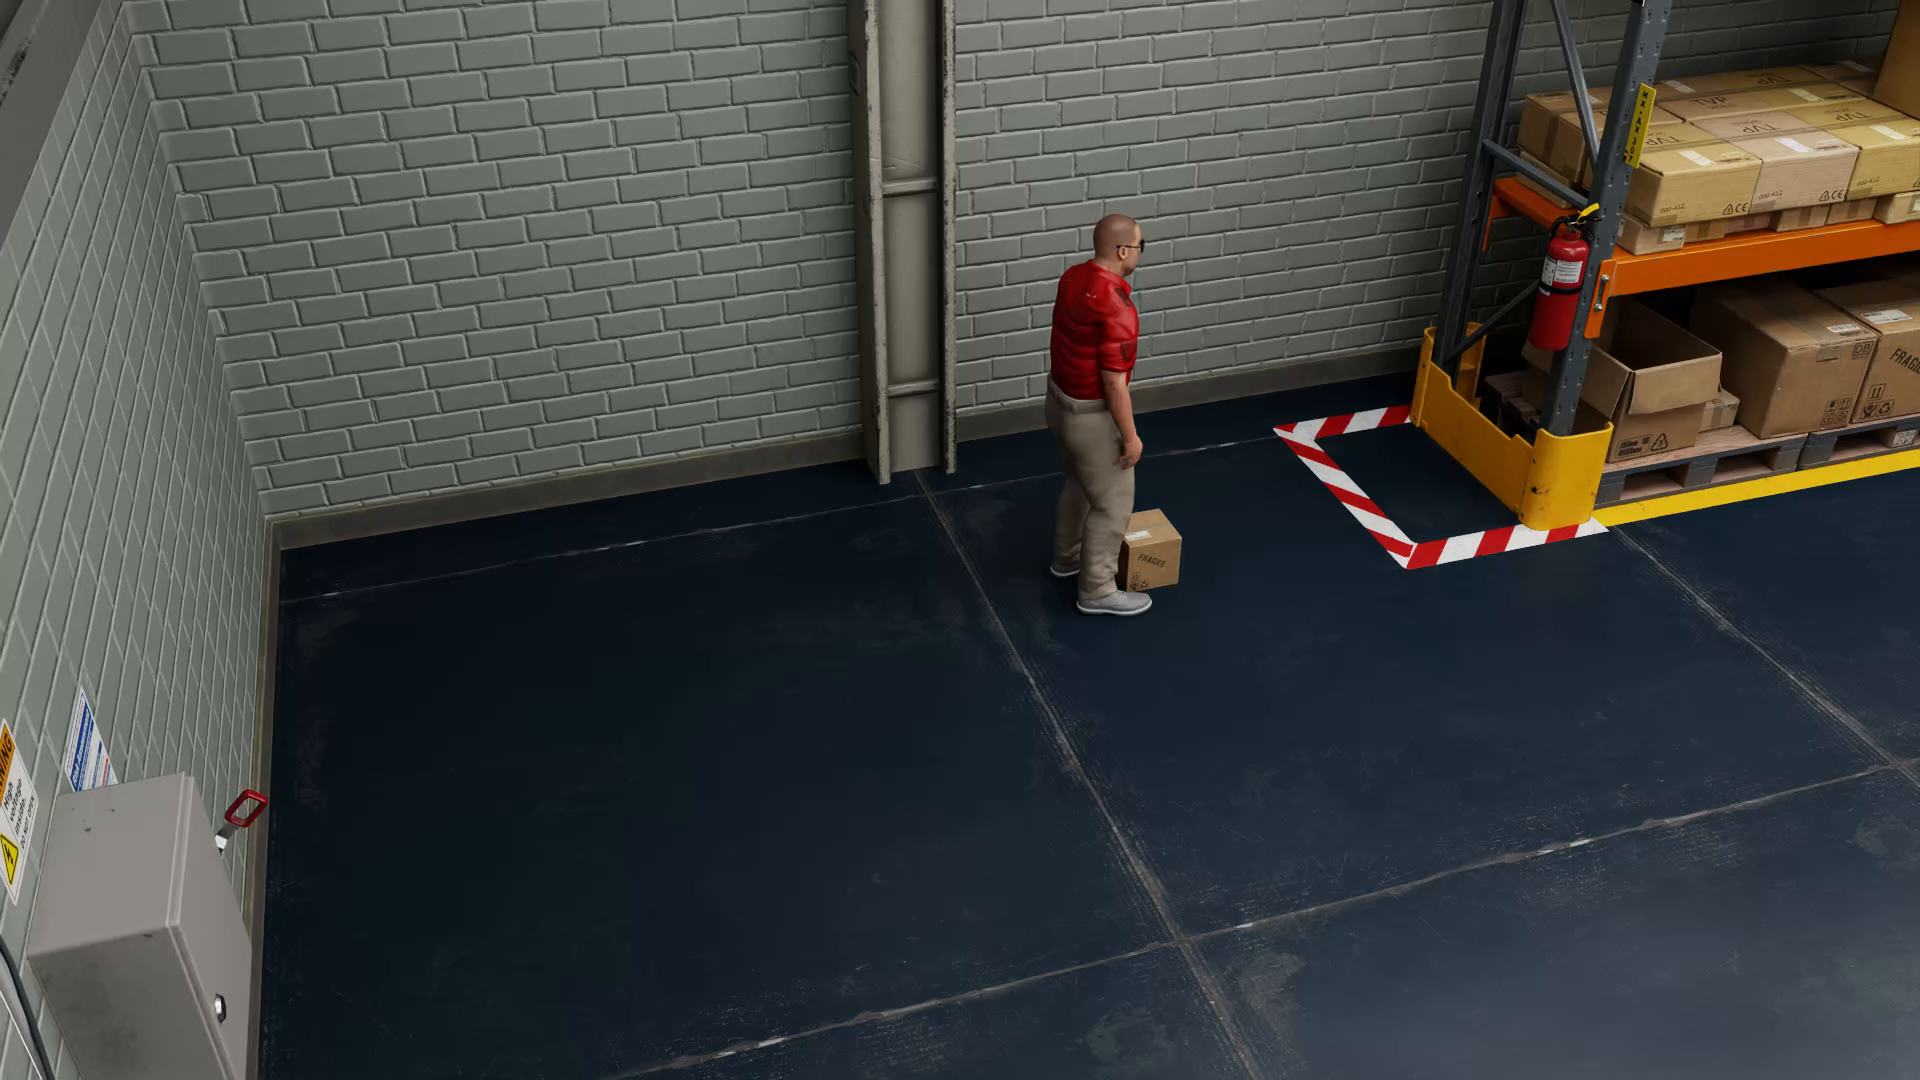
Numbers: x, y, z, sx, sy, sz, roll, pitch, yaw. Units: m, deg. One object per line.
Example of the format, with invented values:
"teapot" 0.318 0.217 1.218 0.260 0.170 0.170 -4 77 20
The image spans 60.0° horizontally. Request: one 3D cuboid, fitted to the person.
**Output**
"person" 0.572 -0.525 6.941 0.390 1.727 0.606 -12 36 -17
